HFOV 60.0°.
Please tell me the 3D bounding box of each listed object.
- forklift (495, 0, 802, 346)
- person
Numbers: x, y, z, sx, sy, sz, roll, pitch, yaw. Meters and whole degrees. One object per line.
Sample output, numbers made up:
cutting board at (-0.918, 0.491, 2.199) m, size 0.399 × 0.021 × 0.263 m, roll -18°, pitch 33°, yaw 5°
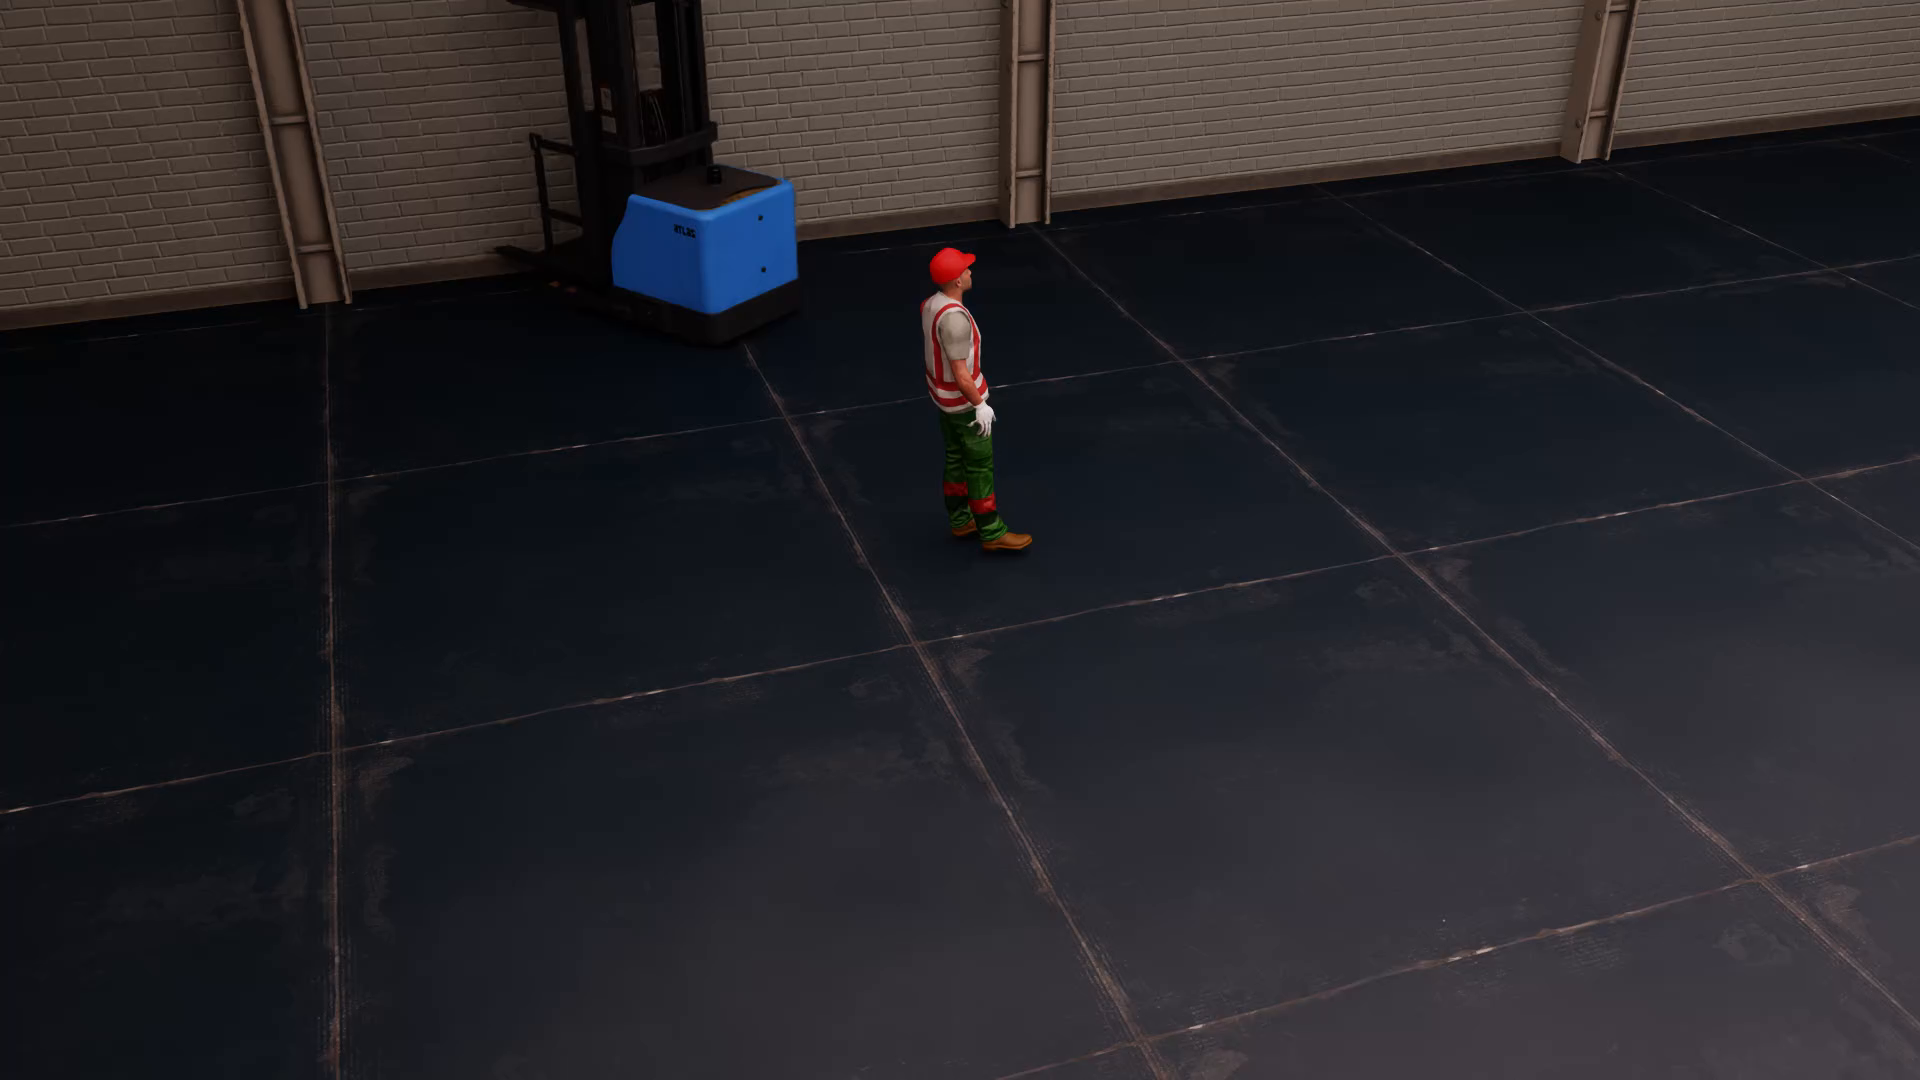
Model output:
forklift at (-2.731, -3.306, 12.832) m, size 3.031 × 2.935 × 1.130 m, roll 20°, pitch 36°, yaw 31°
person at (0.080, -0.823, 9.568) m, size 0.564 × 1.787 × 0.637 m, roll -10°, pitch 31°, yaw -16°
